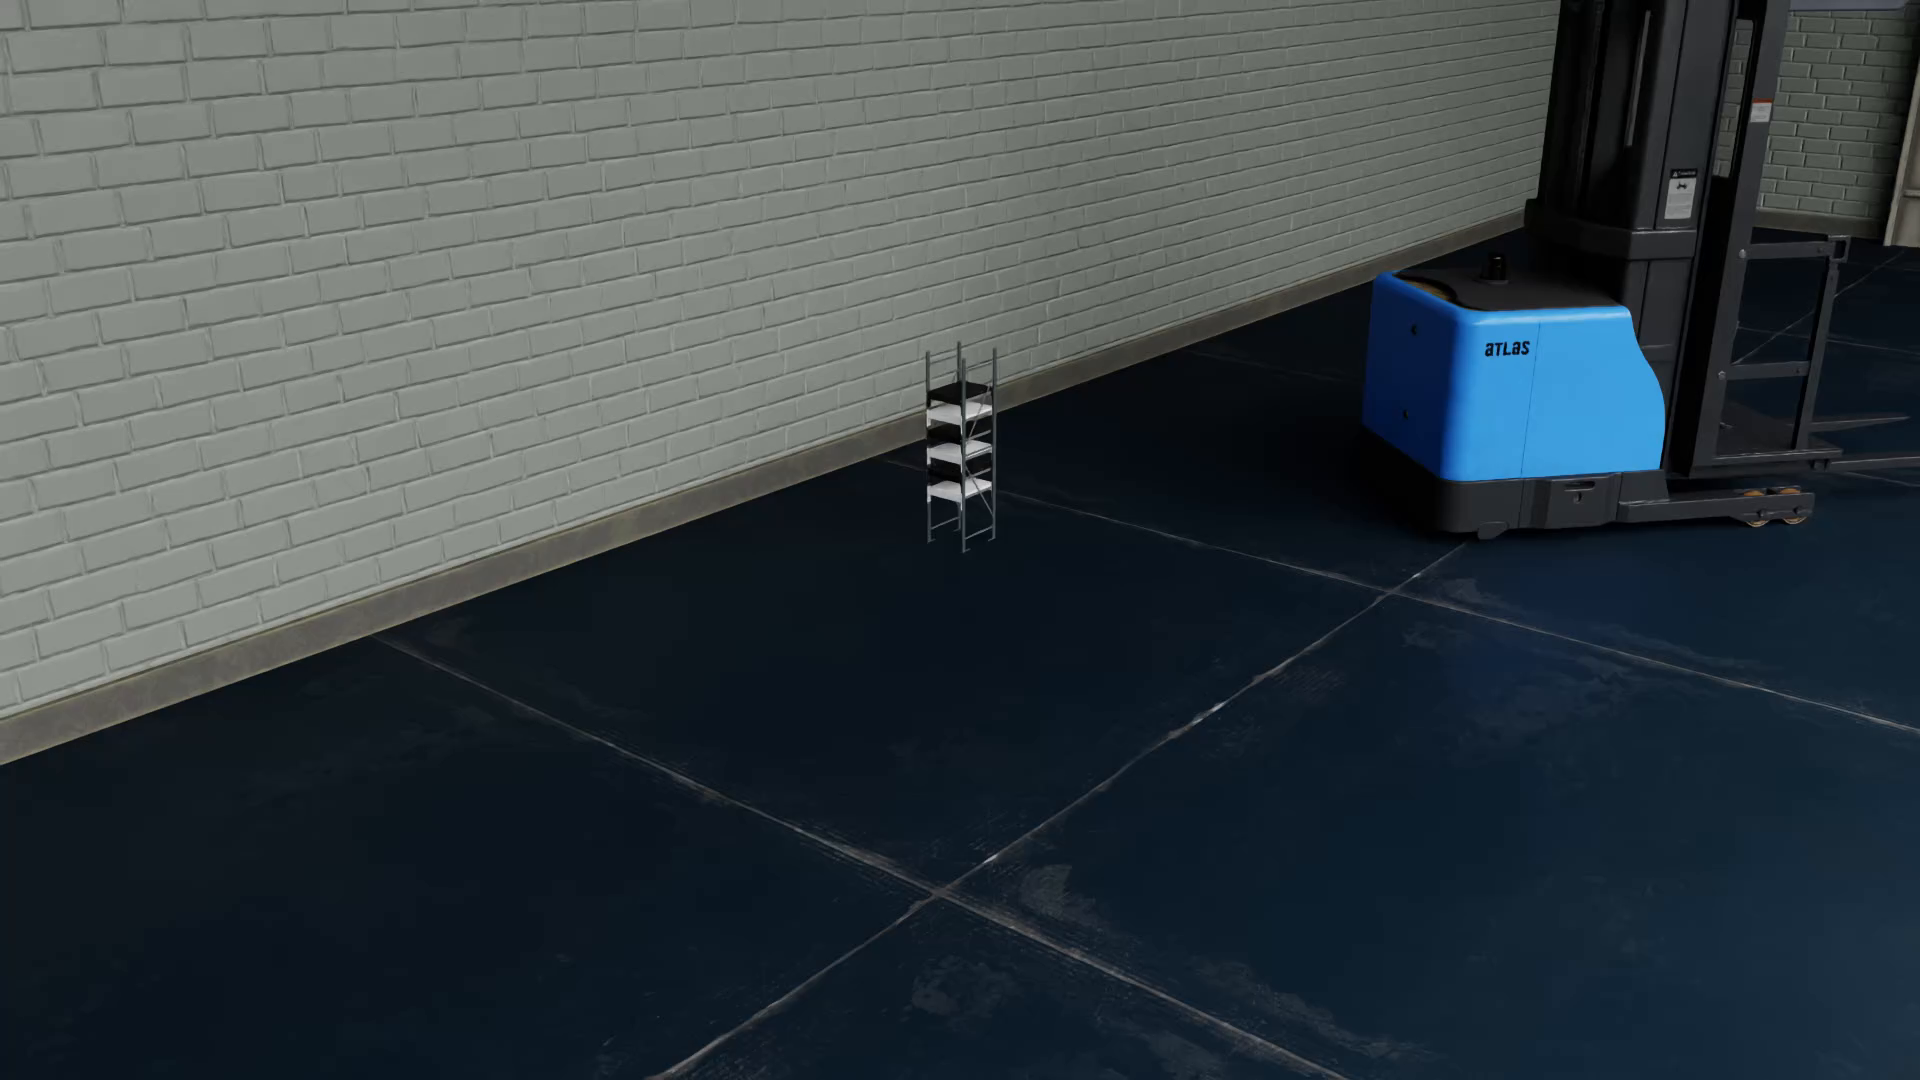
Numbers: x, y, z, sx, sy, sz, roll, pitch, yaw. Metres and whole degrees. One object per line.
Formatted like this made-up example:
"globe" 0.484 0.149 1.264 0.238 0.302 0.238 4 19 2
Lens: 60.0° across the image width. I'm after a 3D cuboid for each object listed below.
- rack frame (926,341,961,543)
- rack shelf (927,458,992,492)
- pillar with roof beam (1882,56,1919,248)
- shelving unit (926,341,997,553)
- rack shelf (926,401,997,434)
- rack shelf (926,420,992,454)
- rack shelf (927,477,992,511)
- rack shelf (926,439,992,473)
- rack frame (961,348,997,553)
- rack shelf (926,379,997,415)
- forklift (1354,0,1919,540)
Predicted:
"rack frame" -0.072 -0.442 7.565 0.006 0.900 0.240 16 26 36
"rack shelf" 0.006 -0.304 7.548 0.200 0.077 0.258 16 26 36
"pillar with roof beam" 5.552 -5.594 9.750 0.400 9.000 9.100 16 26 36
"shelving unit" 0.006 -0.419 7.505 0.210 0.900 0.258 16 26 36
"rack shelf" 0.006 -0.556 7.453 0.200 0.077 0.258 16 26 36
"rack shelf" 0.006 -0.472 7.485 0.200 0.077 0.258 16 26 36
"rack shelf" 0.006 -0.220 7.580 0.200 0.077 0.258 16 26 36
"rack shelf" 0.006 -0.388 7.516 0.200 0.077 0.258 16 26 36
"rack frame" 0.085 -0.397 7.444 0.006 0.900 0.240 16 26 36
"rack shelf" 0.006 -0.641 7.421 0.200 0.077 0.258 16 26 36
"forklift" 3.565 -1.613 7.791 3.031 2.935 1.130 -4 21 -10
